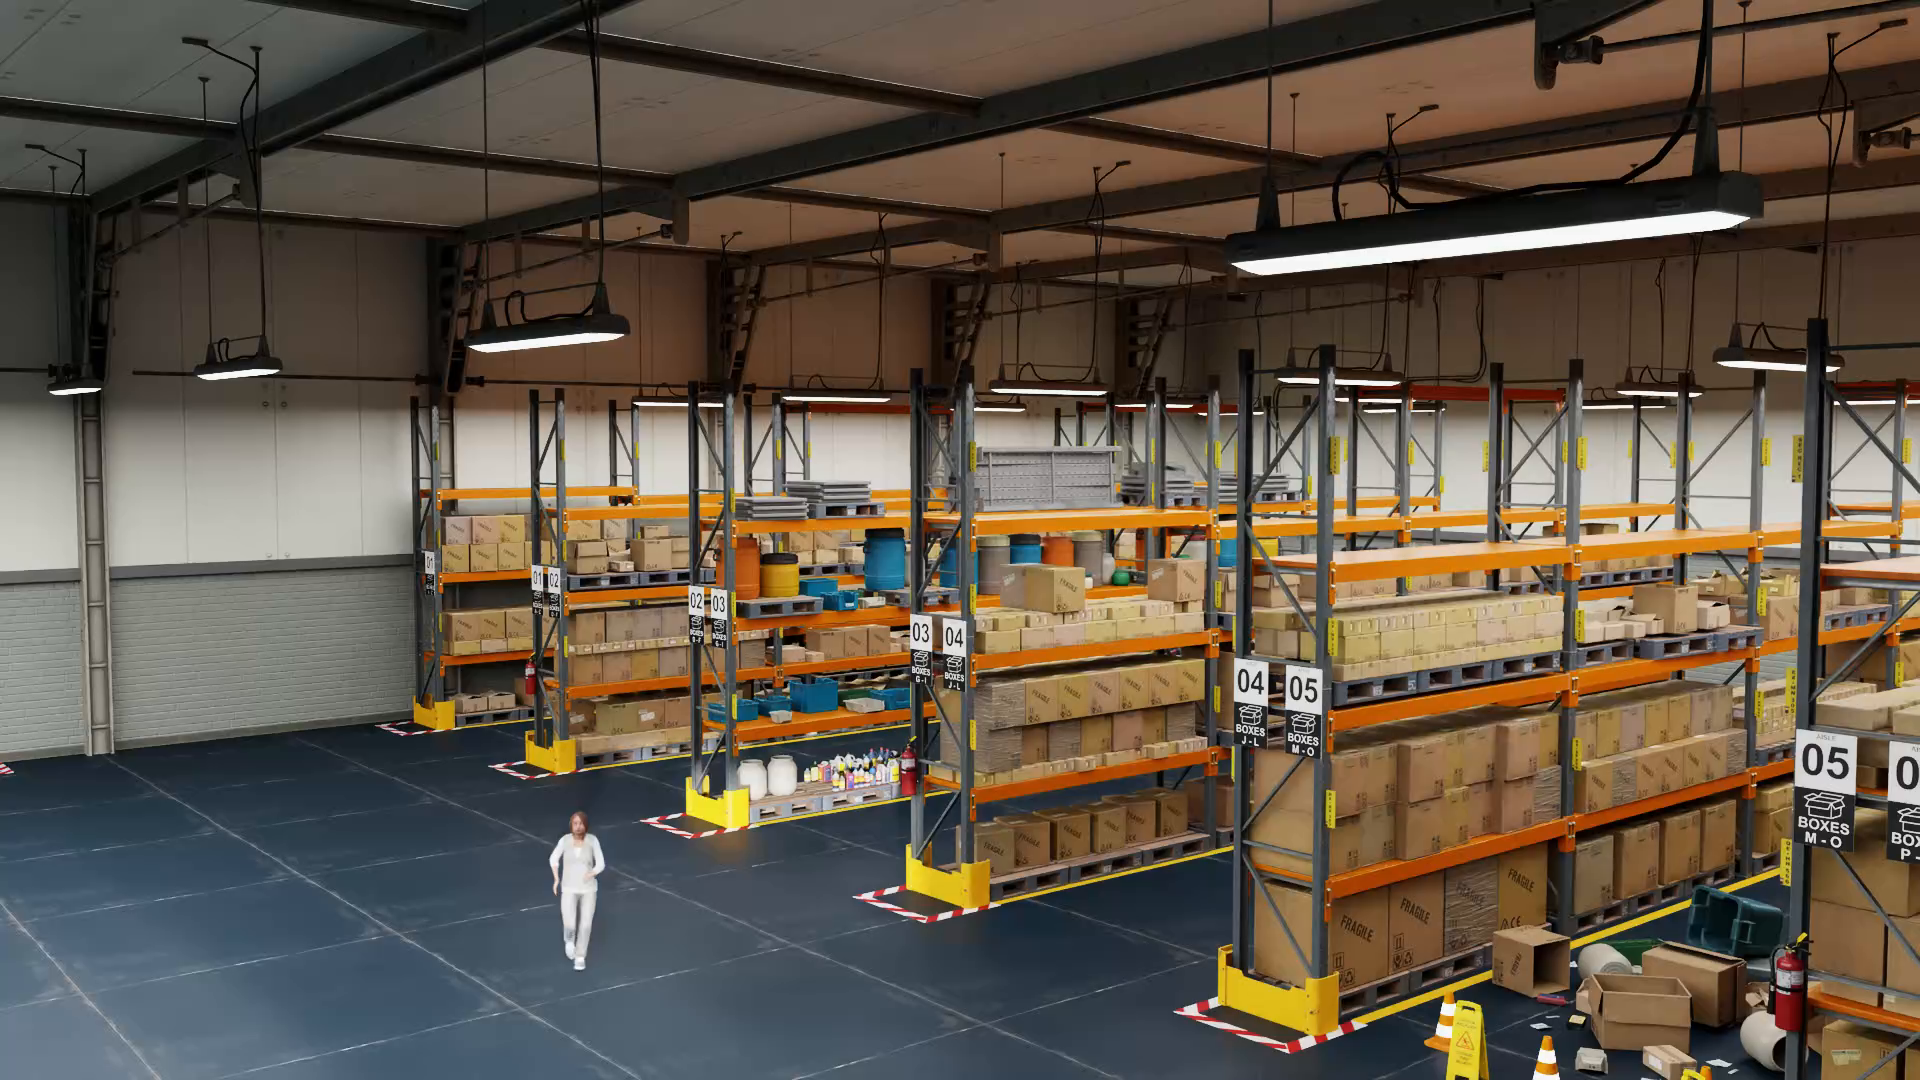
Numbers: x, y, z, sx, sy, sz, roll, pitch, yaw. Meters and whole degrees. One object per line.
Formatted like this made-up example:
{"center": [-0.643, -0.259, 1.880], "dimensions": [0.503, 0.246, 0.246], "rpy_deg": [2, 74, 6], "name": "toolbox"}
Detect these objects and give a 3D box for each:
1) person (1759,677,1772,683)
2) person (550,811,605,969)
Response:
{"center": [12.100, 2.890, 24.901], "dimensions": [0.734, 1.698, 0.585], "rpy_deg": [-2, 4, -36], "name": "person"}
{"center": [-3.720, 3.434, 16.179], "dimensions": [0.525, 1.543, 0.529], "rpy_deg": [-1, 3, -13], "name": "person"}
